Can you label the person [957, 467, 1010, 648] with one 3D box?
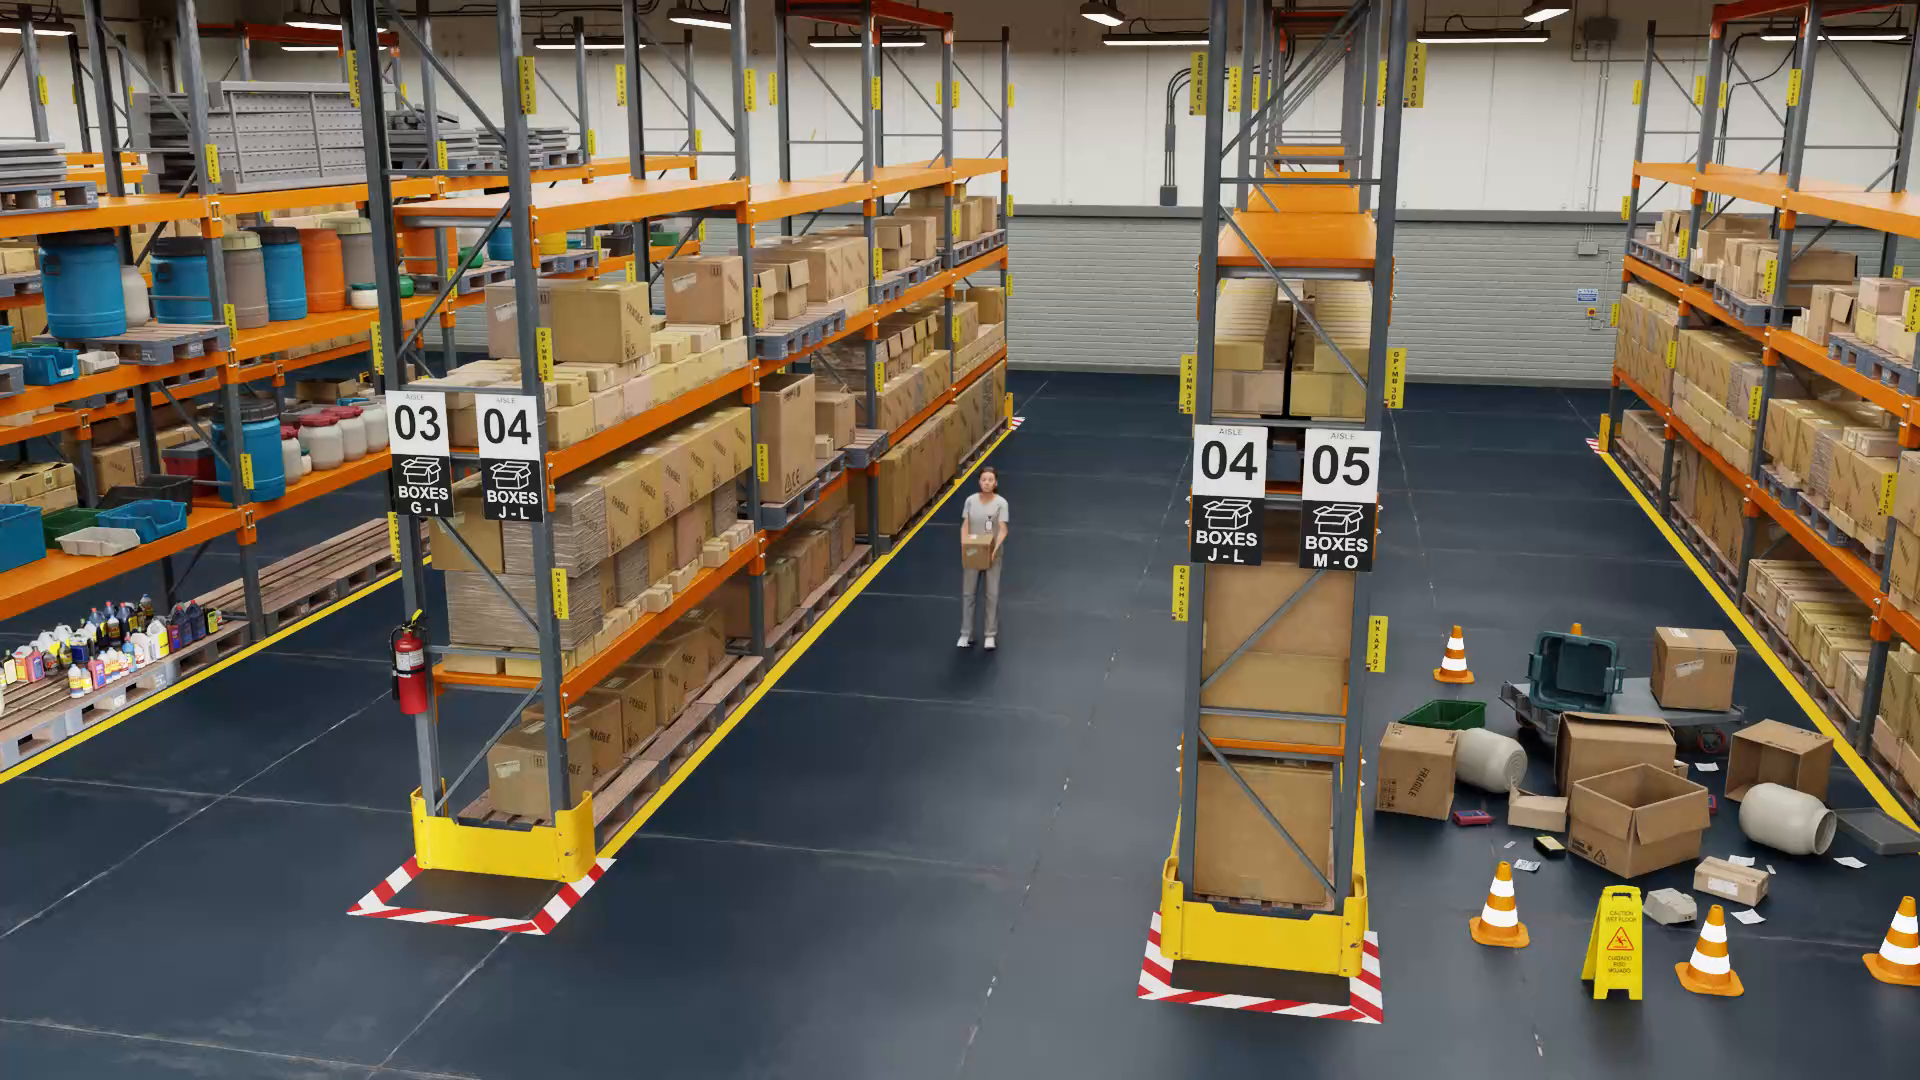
[{"bbox_3d":[0.222,0.163,15.392,0.452,1.676,0.534,3,15,11],"label":"person"}]
